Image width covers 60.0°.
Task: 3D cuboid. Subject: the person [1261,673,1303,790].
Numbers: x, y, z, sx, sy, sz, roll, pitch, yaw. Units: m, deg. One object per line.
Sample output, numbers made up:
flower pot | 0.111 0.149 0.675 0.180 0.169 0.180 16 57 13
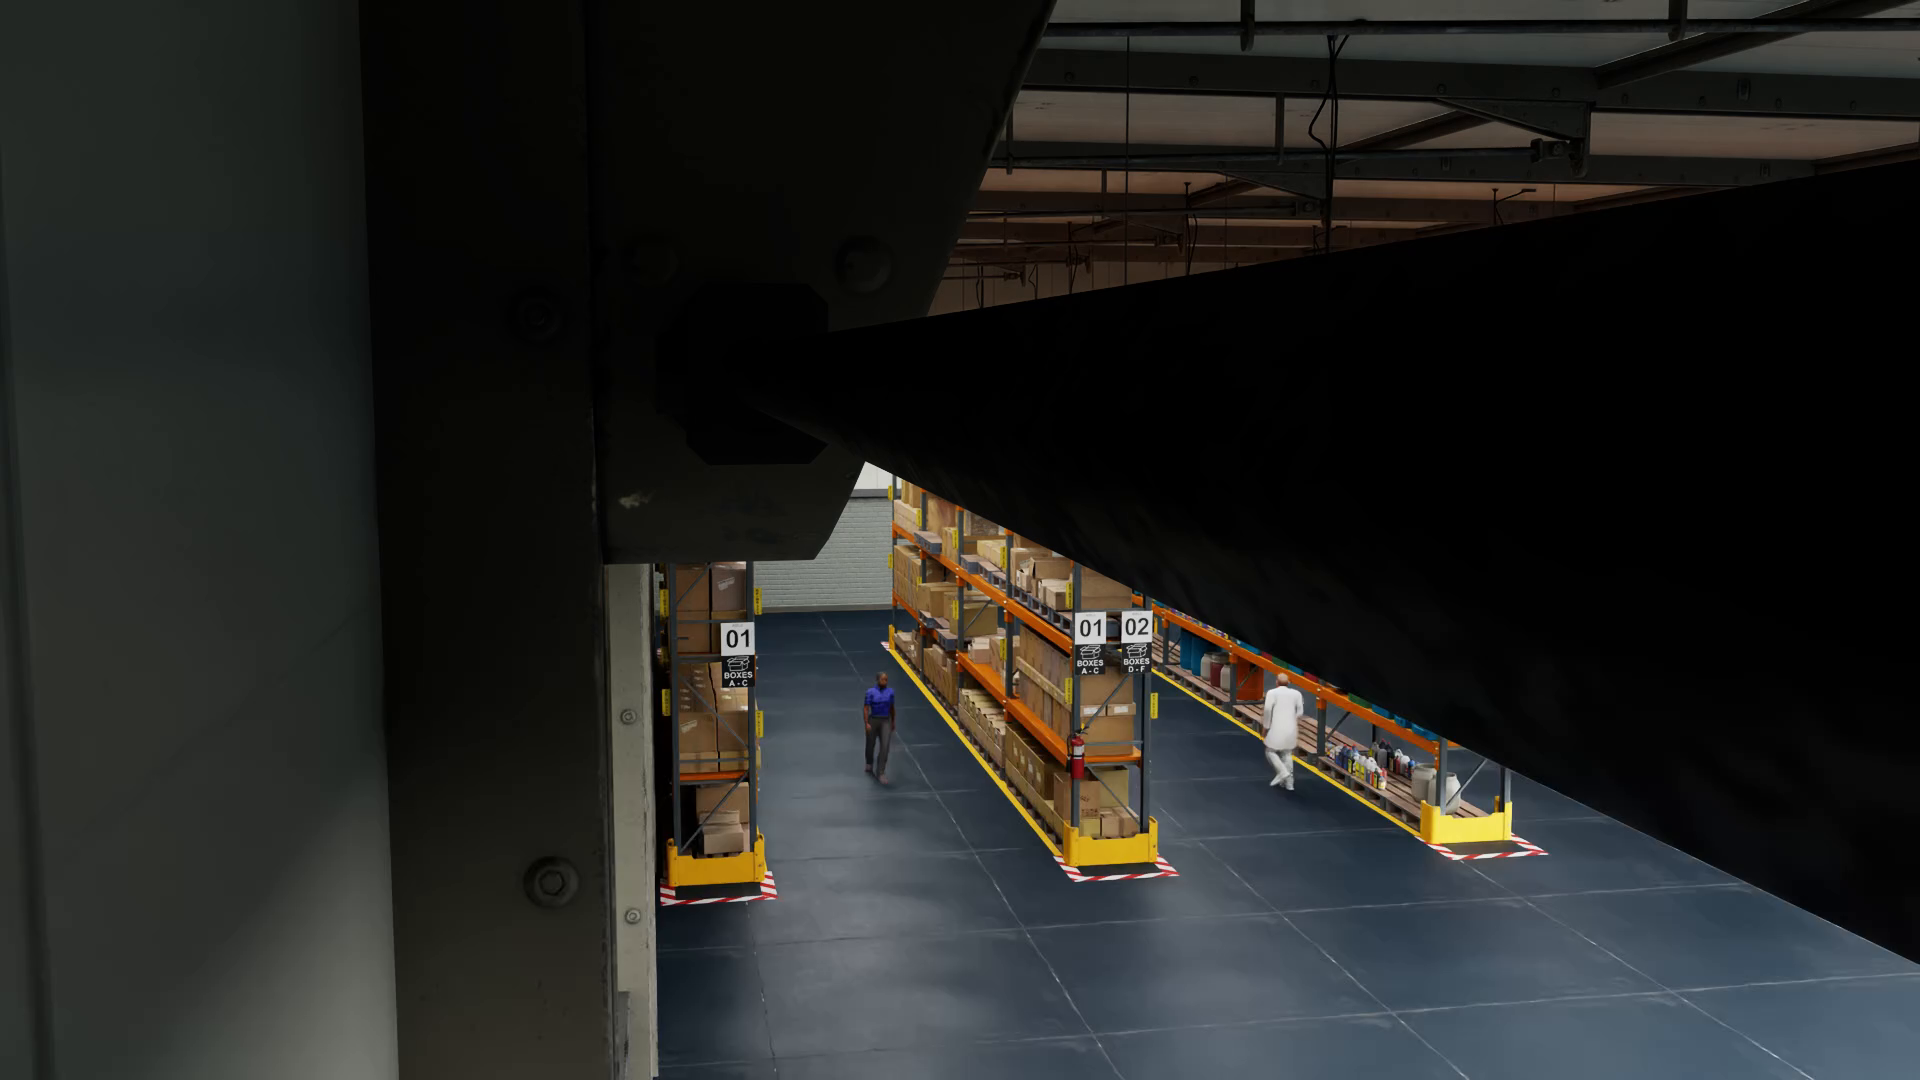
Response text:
person | 4.816 2.839 24.750 0.672 1.659 0.830 -1 6 -9

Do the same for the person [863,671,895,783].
person | -1.218 2.807 25.270 0.538 1.650 0.786 -2 7 -19
